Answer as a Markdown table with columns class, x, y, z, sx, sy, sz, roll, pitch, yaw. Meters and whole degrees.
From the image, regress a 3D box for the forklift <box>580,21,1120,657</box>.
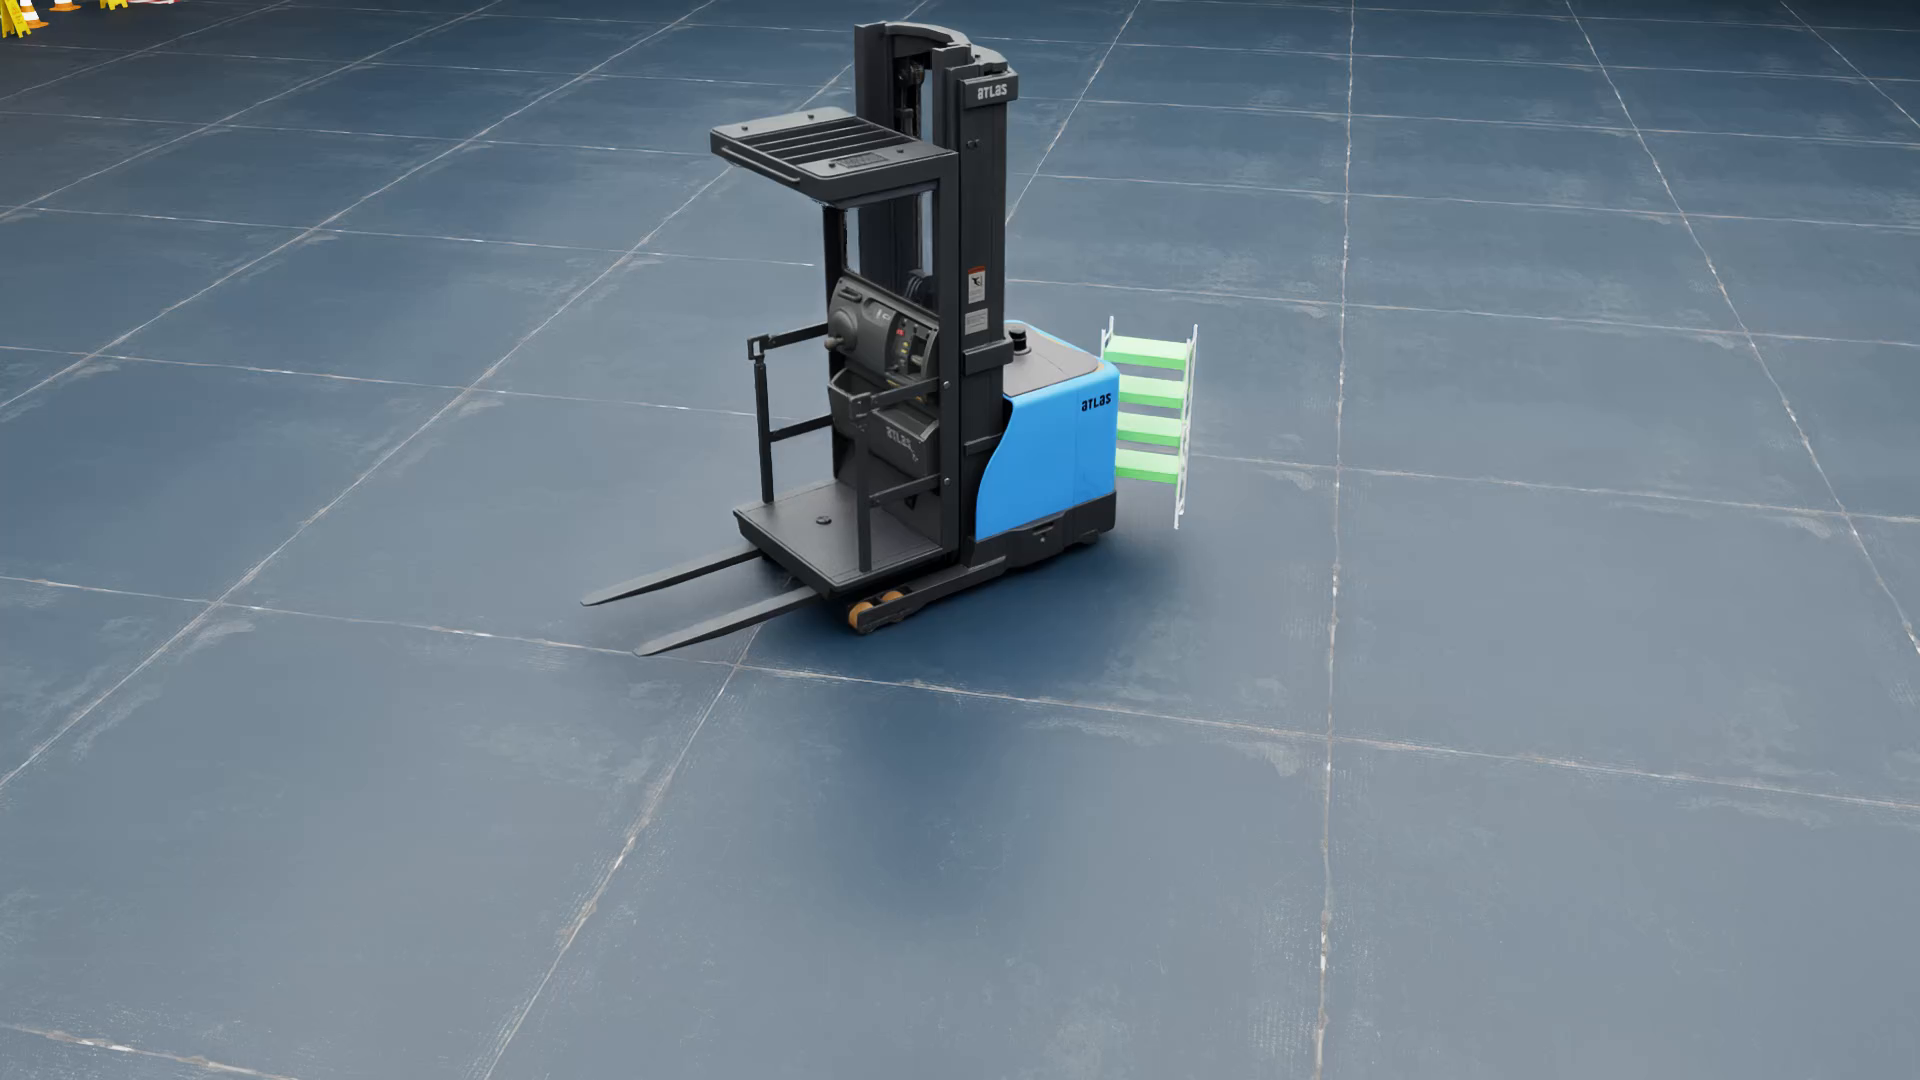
| class | x | y | z | sx | sy | sz | roll | pitch | yaw |
| --- | --- | --- | --- | --- | --- | --- | --- | --- | --- |
| forklift | -0.577 | -1.075 | 8.662 | 3.031 | 2.935 | 1.130 | -20 | 34 | -32 |

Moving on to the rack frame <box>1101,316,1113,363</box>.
| class | x | y | z | sx | sy | sz | roll | pitch | yaw |
| --- | --- | --- | --- | --- | --- | --- | --- | --- | --- |
| rack frame | 0.846 | -0.715 | 9.807 | 0.015 | 1.200 | 0.240 | 8 | 30 | 15 |

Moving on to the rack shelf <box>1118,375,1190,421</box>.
| class | x | y | z | sx | sy | sz | roll | pitch | yaw |
| --- | --- | --- | --- | --- | --- | --- | --- | --- | --- |
| rack shelf | 1.079 | -0.836 | 9.660 | 0.480 | 0.148 | 0.258 | 8 | 30 | 15 |

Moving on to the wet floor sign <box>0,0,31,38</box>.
| class | x | y | z | sx | sy | sz | roll | pitch | yaw |
| --- | --- | --- | --- | --- | --- | --- | --- | --- | --- |
| wet floor sign | -12.402 | -6.919 | 21.716 | 0.232 | 0.644 | 0.267 | 1 | 29 | 2 |

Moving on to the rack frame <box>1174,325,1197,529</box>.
| class | x | y | z | sx | sy | sz | roll | pitch | yaw |
| --- | --- | --- | --- | --- | --- | --- | --- | --- | --- |
| rack frame | 1.313 | -0.647 | 9.683 | 0.015 | 1.200 | 0.240 | 8 | 30 | 15 |

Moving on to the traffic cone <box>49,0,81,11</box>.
| class | x | y | z | sx | sy | sz | roll | pitch | yaw |
| --- | --- | --- | --- | --- | --- | --- | --- | --- | --- |
| traffic cone | -12.599 | -7.684 | 23.303 | 0.334 | 0.463 | 0.336 | 6 | 29 | 11 |

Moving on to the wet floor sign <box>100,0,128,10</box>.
| class | x | y | z | sx | sy | sz | roll | pitch | yaw |
| --- | --- | --- | --- | --- | --- | --- | --- | --- | --- |
| wet floor sign | -11.946 | -7.805 | 23.335 | 0.232 | 0.644 | 0.267 | 17 | 33 | 28 |

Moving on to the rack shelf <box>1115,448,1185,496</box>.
| class | x | y | z | sx | sy | sz | roll | pitch | yaw |
| --- | --- | --- | --- | --- | --- | --- | --- | --- | --- |
| rack shelf | 1.079 | -0.415 | 9.891 | 0.480 | 0.148 | 0.258 | 8 | 30 | 15 |

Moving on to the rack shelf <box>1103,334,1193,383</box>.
| class | x | y | z | sx | sy | sz | roll | pitch | yaw |
| --- | --- | --- | --- | --- | --- | --- | --- | --- | --- |
| rack shelf | 1.079 | -1.046 | 9.545 | 0.480 | 0.148 | 0.258 | 8 | 30 | 15 |

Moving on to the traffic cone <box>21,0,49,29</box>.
| class | x | y | z | sx | sy | sz | roll | pitch | yaw |
| --- | --- | --- | --- | --- | --- | --- | --- | --- | --- |
| traffic cone | -12.498 | -7.128 | 22.289 | 0.334 | 0.463 | 0.336 | 6 | 29 | 11 |

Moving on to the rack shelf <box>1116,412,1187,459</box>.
| class | x | y | z | sx | sy | sz | roll | pitch | yaw |
| --- | --- | --- | --- | --- | --- | --- | --- | --- | --- |
| rack shelf | 1.079 | -0.625 | 9.775 | 0.480 | 0.148 | 0.258 | 8 | 30 | 15 |

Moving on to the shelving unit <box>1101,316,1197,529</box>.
| class | x | y | z | sx | sy | sz | roll | pitch | yaw |
| --- | --- | --- | --- | --- | --- | --- | --- | --- | --- |
| shelving unit | 1.079 | -0.681 | 9.745 | 0.503 | 1.200 | 0.258 | 8 | 30 | 15 |
